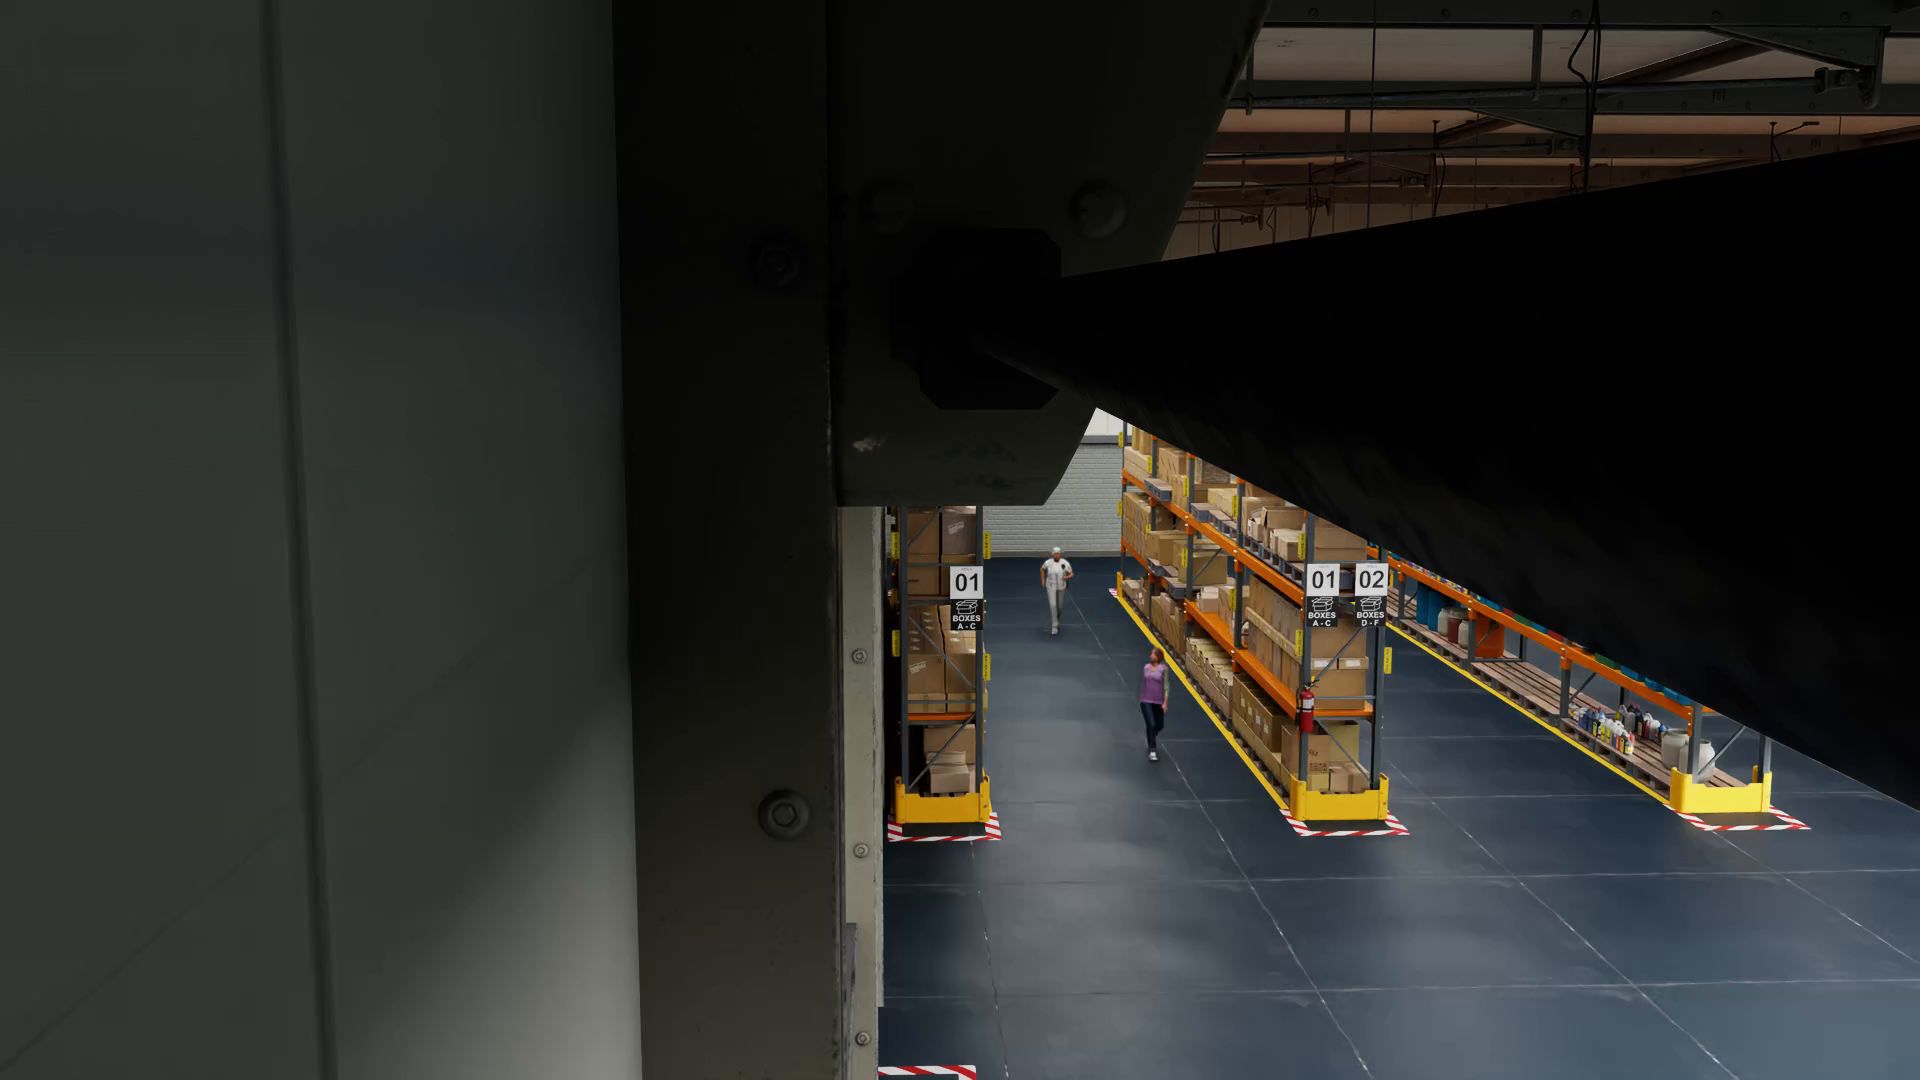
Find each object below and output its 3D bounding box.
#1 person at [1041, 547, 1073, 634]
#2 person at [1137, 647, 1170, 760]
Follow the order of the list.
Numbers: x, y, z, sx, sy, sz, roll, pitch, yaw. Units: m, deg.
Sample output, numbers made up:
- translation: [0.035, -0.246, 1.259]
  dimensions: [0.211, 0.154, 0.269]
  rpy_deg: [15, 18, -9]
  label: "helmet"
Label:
- translation: [1.902, 0.948, 32.410]
  dimensions: [0.624, 1.612, 1.028]
  rpy_deg: [0, 8, -3]
  label: "person"
- translation: [2.710, 2.276, 23.415]
  dimensions: [0.418, 1.537, 0.703]
  rpy_deg: [-1, 8, -10]
  label: "person"
